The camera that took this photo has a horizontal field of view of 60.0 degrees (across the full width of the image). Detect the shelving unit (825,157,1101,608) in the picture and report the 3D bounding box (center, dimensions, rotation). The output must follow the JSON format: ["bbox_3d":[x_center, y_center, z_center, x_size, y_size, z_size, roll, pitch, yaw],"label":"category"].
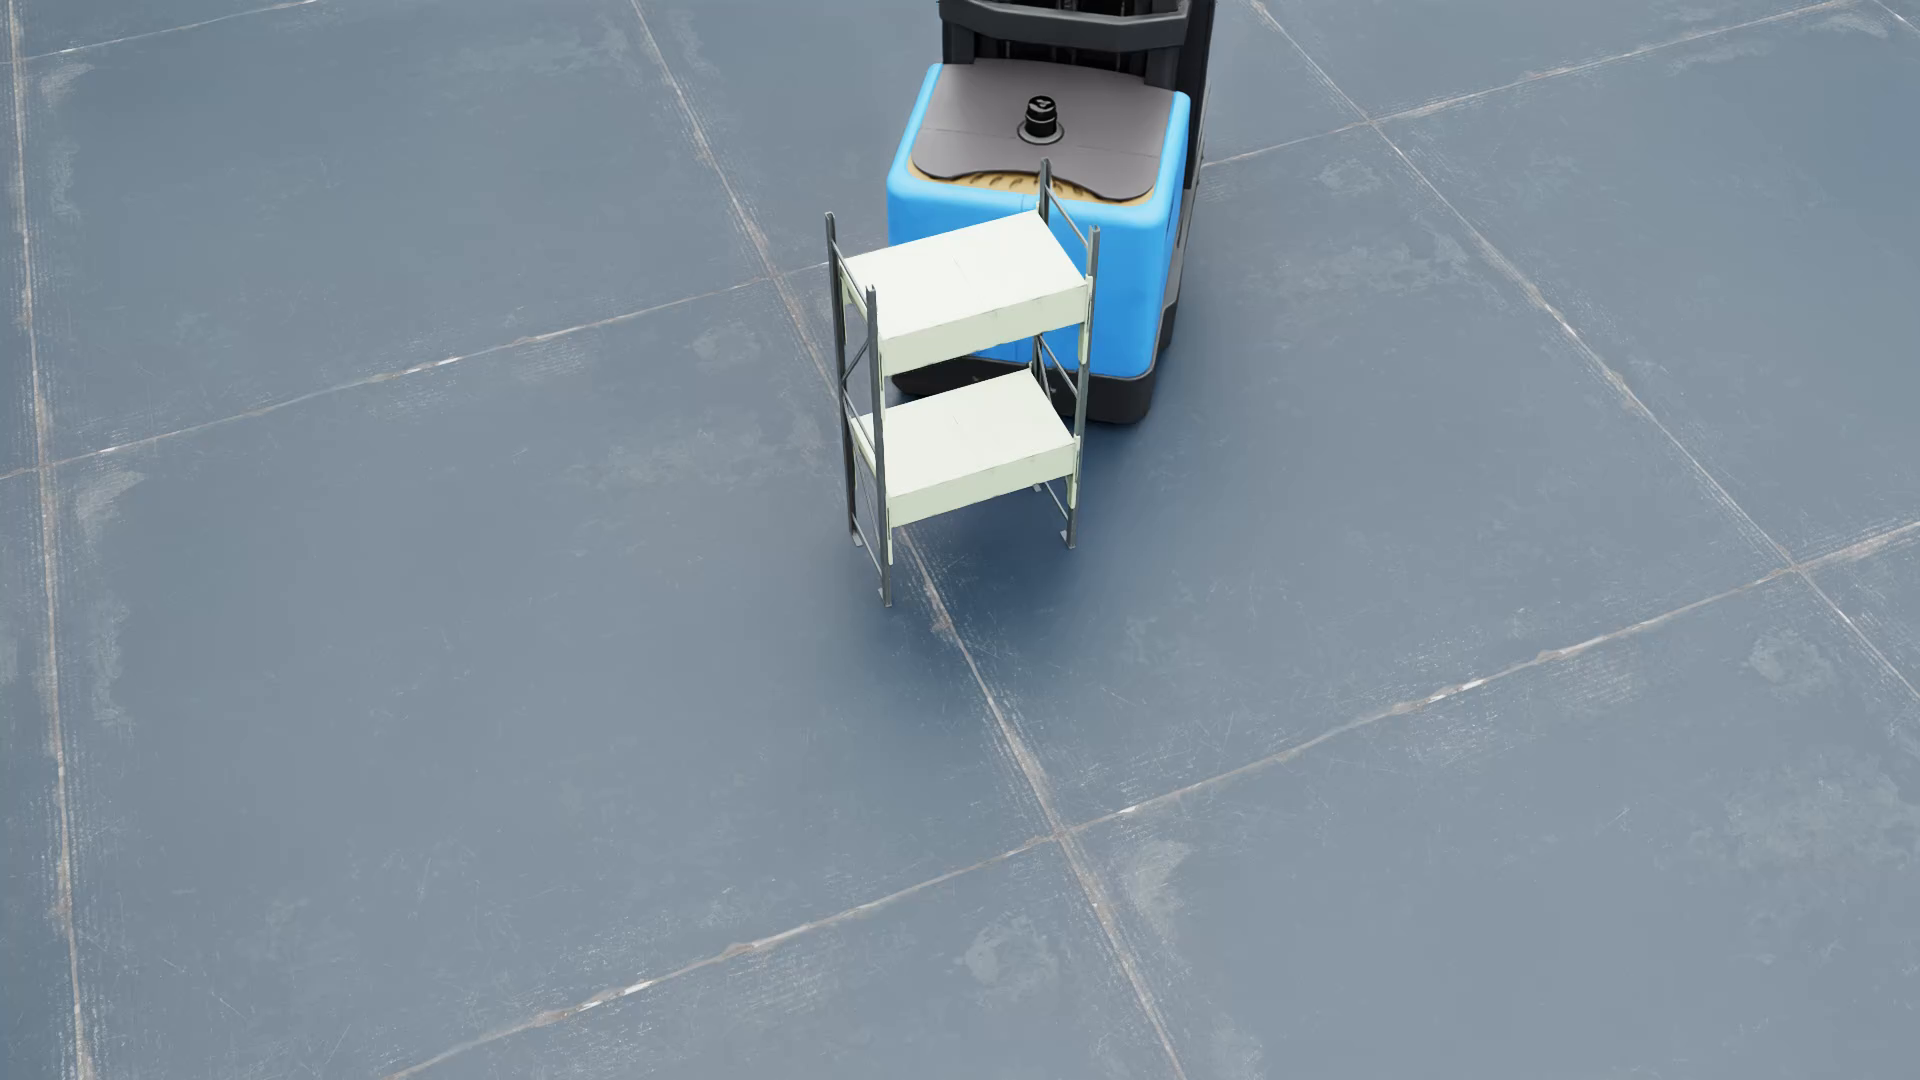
[{"bbox_3d":[0.006,-0.491,5.683,0.755,1.500,0.431,-17,52,-14],"label":"shelving unit"}]

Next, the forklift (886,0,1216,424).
[{"bbox_3d":[0.519,-2.555,6.513,1.130,2.935,3.031,9,50,8],"label":"forklift"}]

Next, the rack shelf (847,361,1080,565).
[{"bbox_3d":[0.006,-0.278,5.930,0.720,0.370,0.431,-17,52,-14],"label":"rack shelf"}]

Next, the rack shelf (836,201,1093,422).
[{"bbox_3d":[0.006,-0.745,5.387,0.720,0.370,0.431,-17,52,-14],"label":"rack shelf"}]

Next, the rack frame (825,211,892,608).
[{"bbox_3d":[-0.333,-0.386,5.593,0.023,1.500,0.400,-17,52,-14],"label":"rack frame"}]

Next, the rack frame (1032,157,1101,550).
[{"bbox_3d":[0.345,-0.596,5.773,0.023,1.500,0.400,-17,52,-14],"label":"rack frame"}]
